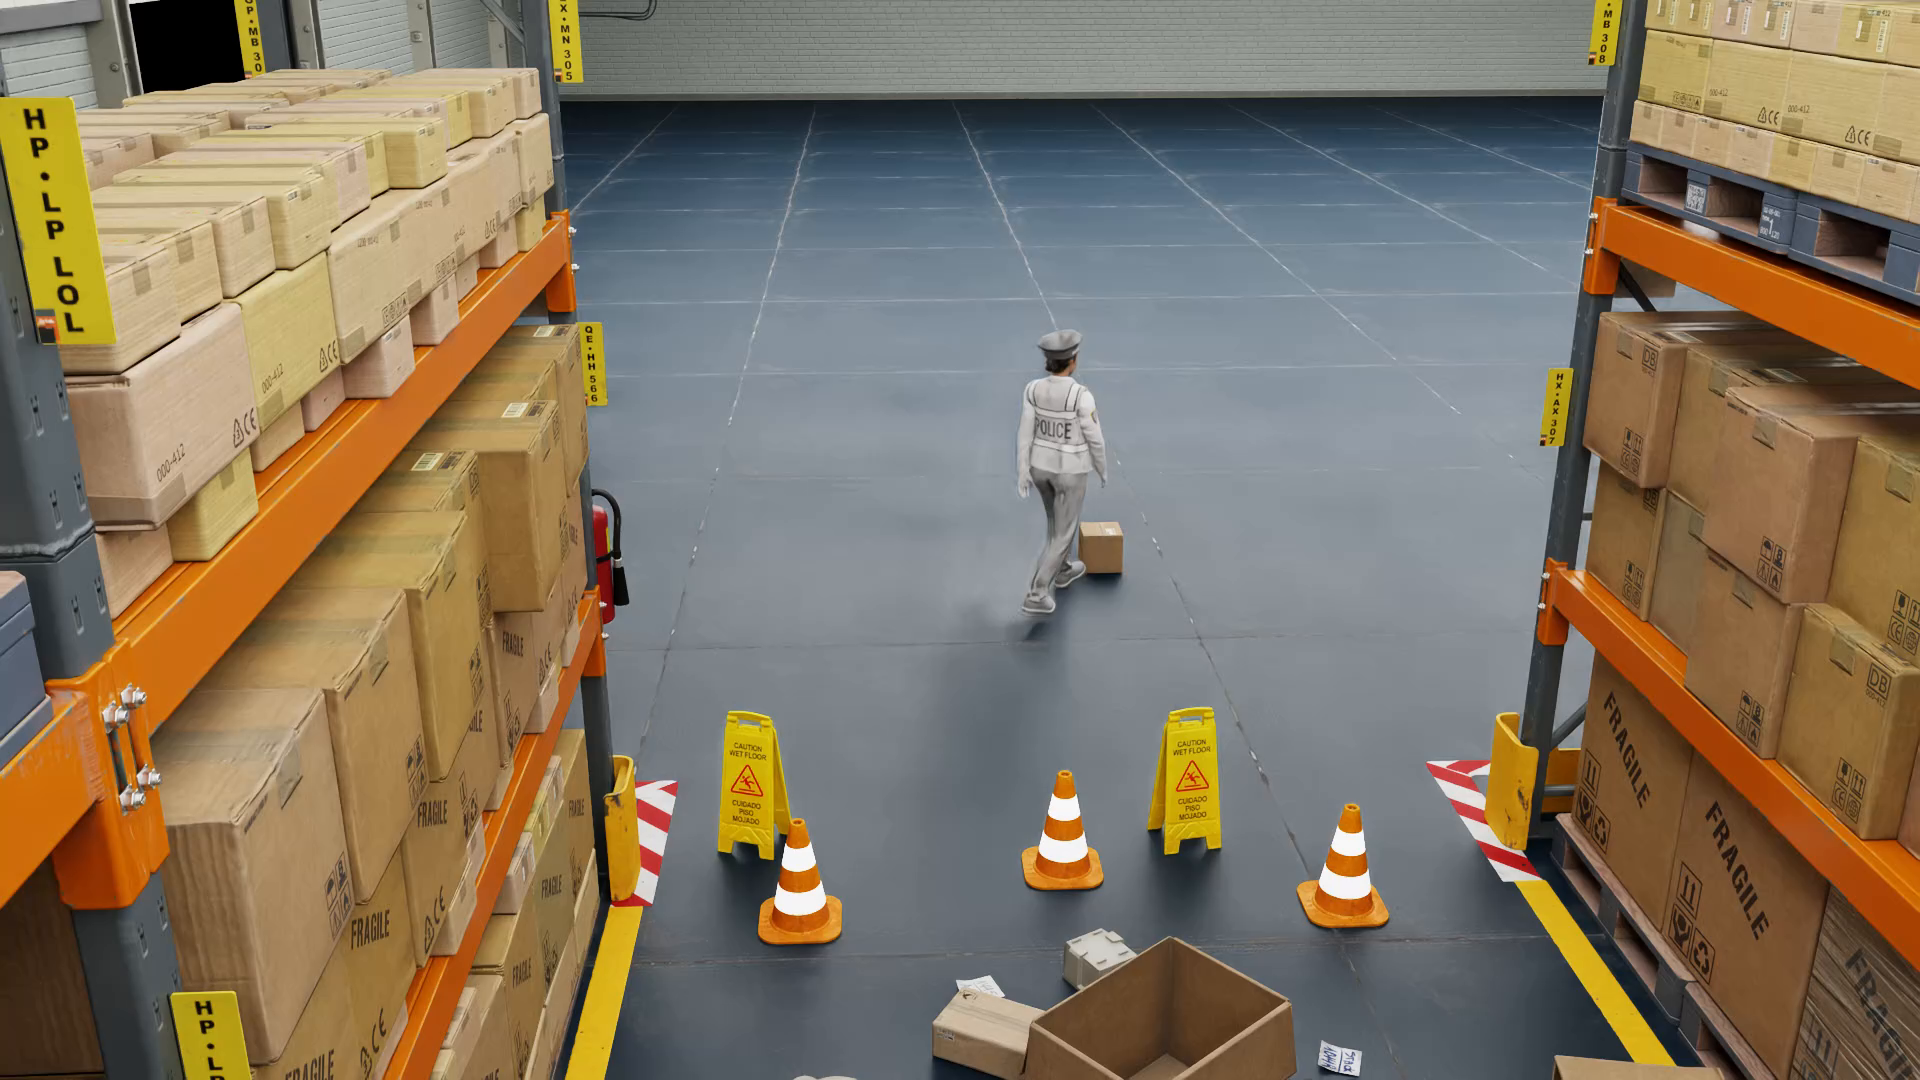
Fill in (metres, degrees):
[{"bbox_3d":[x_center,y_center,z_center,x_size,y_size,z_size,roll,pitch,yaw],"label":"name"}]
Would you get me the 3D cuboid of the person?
[{"bbox_3d":[0.590,-0.402,9.637,0.511,1.640,0.893,15,25,35],"label":"person"}]
